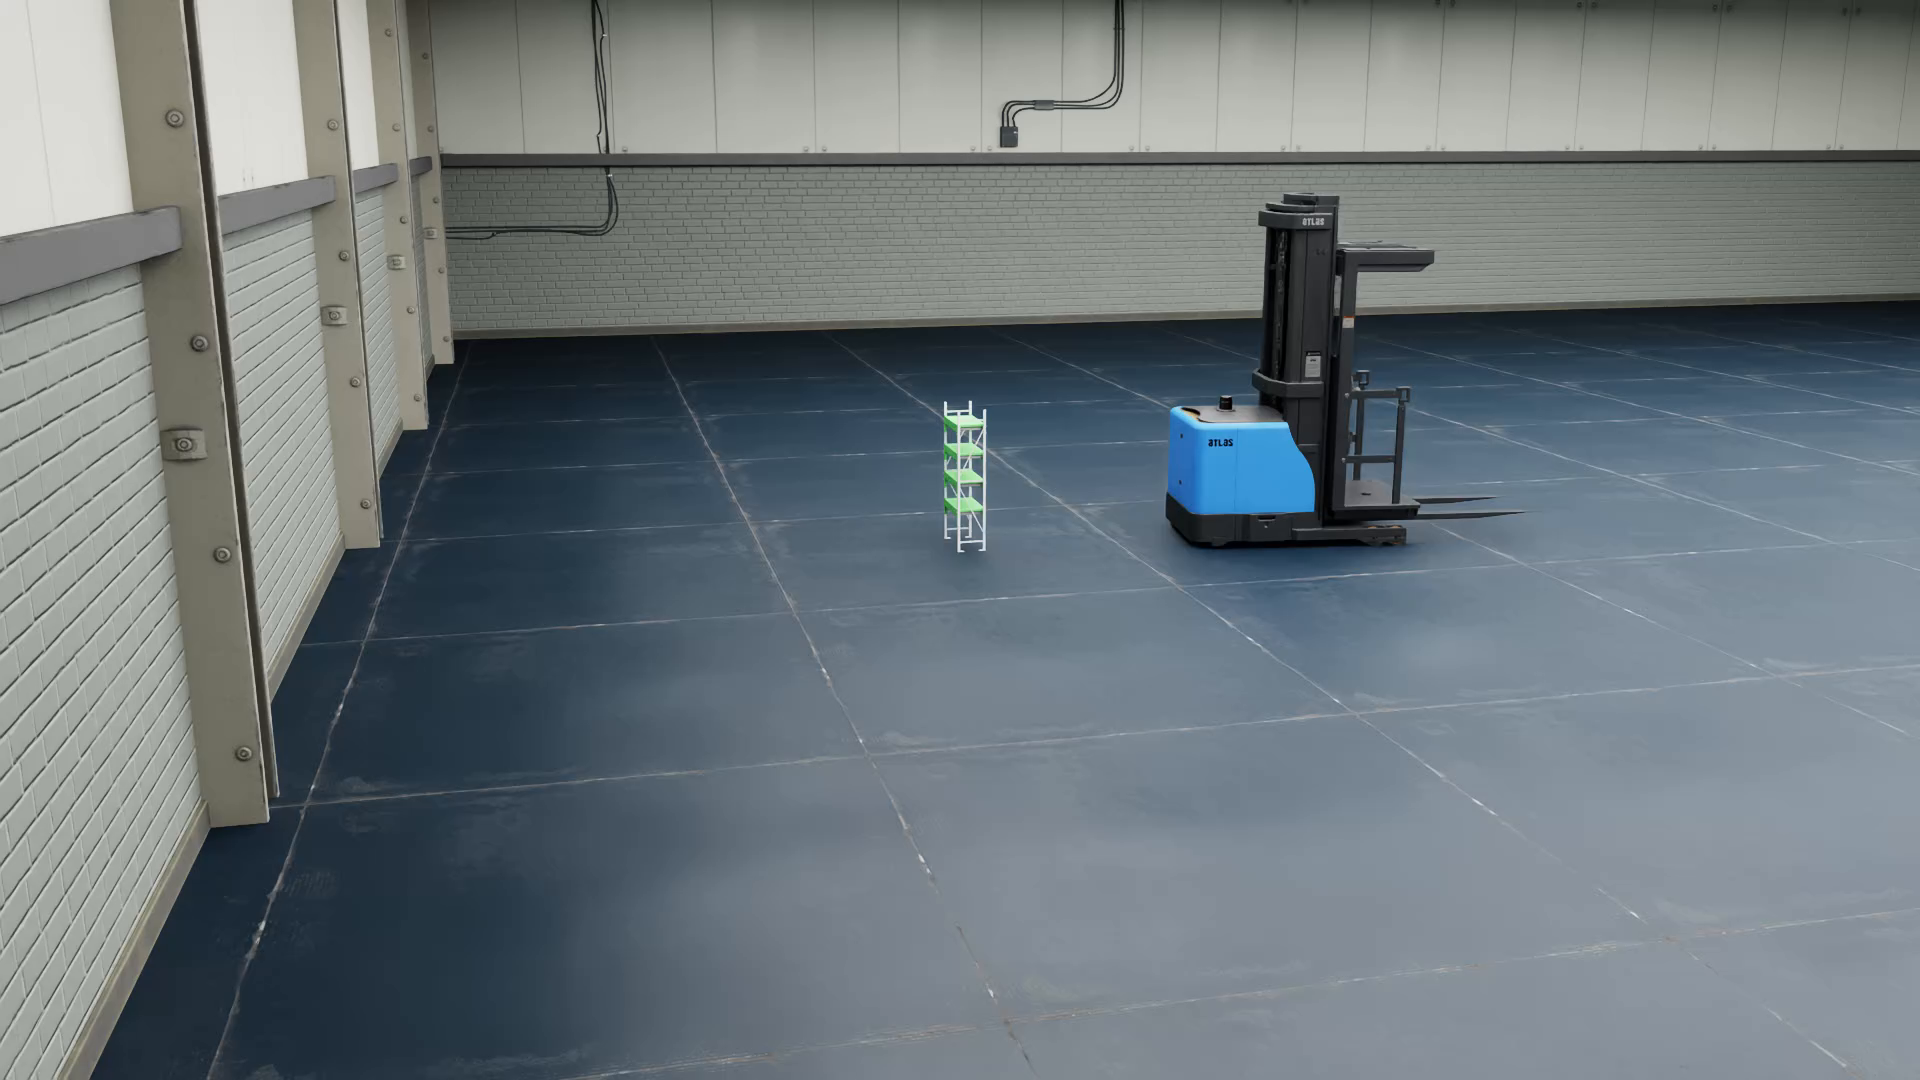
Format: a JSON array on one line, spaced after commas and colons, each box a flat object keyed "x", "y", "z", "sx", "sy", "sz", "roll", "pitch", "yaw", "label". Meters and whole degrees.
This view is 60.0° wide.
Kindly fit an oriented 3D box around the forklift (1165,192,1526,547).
[{"x": 3.401, "y": -1.495, "z": 14.371, "sx": 3.031, "sy": 2.935, "sz": 1.130, "roll": -1, "pitch": 14, "yaw": -6, "label": "forklift"}]

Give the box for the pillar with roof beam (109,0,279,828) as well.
[{"x": 0.446, "y": -3.203, "z": 8.576, "sx": 9.100, "sy": 9.000, "sz": 0.400, "roll": -3, "pitch": 14, "yaw": -13, "label": "pillar with roof beam"}]

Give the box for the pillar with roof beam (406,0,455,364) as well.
[{"x": -3.781, "y": -7.355, "z": 25.572, "sx": 9.100, "sy": 9.000, "sz": 0.400, "roll": -3, "pitch": 14, "yaw": -13, "label": "pillar with roof beam"}]

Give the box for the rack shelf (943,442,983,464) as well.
[{"x": 0.039, "y": -0.716, "z": 14.087, "sx": 0.258, "sy": 0.148, "sz": 0.480, "roll": -3, "pitch": 14, "yaw": -13, "label": "rack shelf"}]

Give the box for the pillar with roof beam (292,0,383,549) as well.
[{"x": -0.963, "y": -4.587, "z": 14.241, "sx": 9.100, "sy": 9.000, "sz": 0.400, "roll": -3, "pitch": 14, "yaw": -13, "label": "pillar with roof beam"}]

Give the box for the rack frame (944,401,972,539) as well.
[{"x": -0.018, "y": -0.601, "z": 14.359, "sx": 0.240, "sy": 1.200, "sz": 0.015, "roll": -3, "pitch": 14, "yaw": -13, "label": "rack frame"}]

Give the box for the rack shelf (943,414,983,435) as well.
[{"x": 0.039, "y": -0.949, "z": 14.030, "sx": 0.258, "sy": 0.148, "sz": 0.480, "roll": -3, "pitch": 14, "yaw": -13, "label": "rack shelf"}]

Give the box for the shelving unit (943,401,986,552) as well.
[{"x": 0.039, "y": -0.545, "z": 14.128, "sx": 0.258, "sy": 1.200, "sz": 0.503, "roll": -3, "pitch": 14, "yaw": -13, "label": "shelving unit"}]

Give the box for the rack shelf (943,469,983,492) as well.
[{"x": 0.039, "y": -0.483, "z": 14.144, "sx": 0.258, "sy": 0.148, "sz": 0.480, "roll": -3, "pitch": 14, "yaw": -13, "label": "rack shelf"}]

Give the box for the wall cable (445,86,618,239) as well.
[{"x": -7.373, "y": -6.360, "z": 28.042, "sx": 3.097, "sy": 2.526, "sz": 0.112, "roll": -3, "pitch": 14, "yaw": -13, "label": "wall cable"}]

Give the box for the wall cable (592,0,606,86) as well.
[{"x": -4.743, "y": -8.964, "z": 28.060, "sx": 3.097, "sy": 2.526, "sz": 0.112, "roll": -3, "pitch": 14, "yaw": -13, "label": "wall cable"}]

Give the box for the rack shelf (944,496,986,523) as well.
[{"x": 0.039, "y": -0.249, "z": 14.200, "sx": 0.258, "sy": 0.148, "sz": 0.480, "roll": -3, "pitch": 14, "yaw": -13, "label": "rack shelf"}]

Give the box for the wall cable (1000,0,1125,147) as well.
[{"x": 1.859, "y": -10.046, "z": 29.421, "sx": 2.305, "sy": 6.003, "sz": 0.169, "roll": -3, "pitch": 14, "yaw": -13, "label": "wall cable"}]

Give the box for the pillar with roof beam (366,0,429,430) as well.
[{"x": -2.372, "y": -5.971, "z": 19.907, "sx": 9.100, "sy": 9.000, "sz": 0.400, "roll": -3, "pitch": 14, "yaw": -13, "label": "pillar with roof beam"}]

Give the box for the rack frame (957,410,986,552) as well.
[{"x": 0.096, "y": -0.488, "z": 13.898, "sx": 0.240, "sy": 1.200, "sz": 0.015, "roll": -3, "pitch": 14, "yaw": -13, "label": "rack frame"}]
